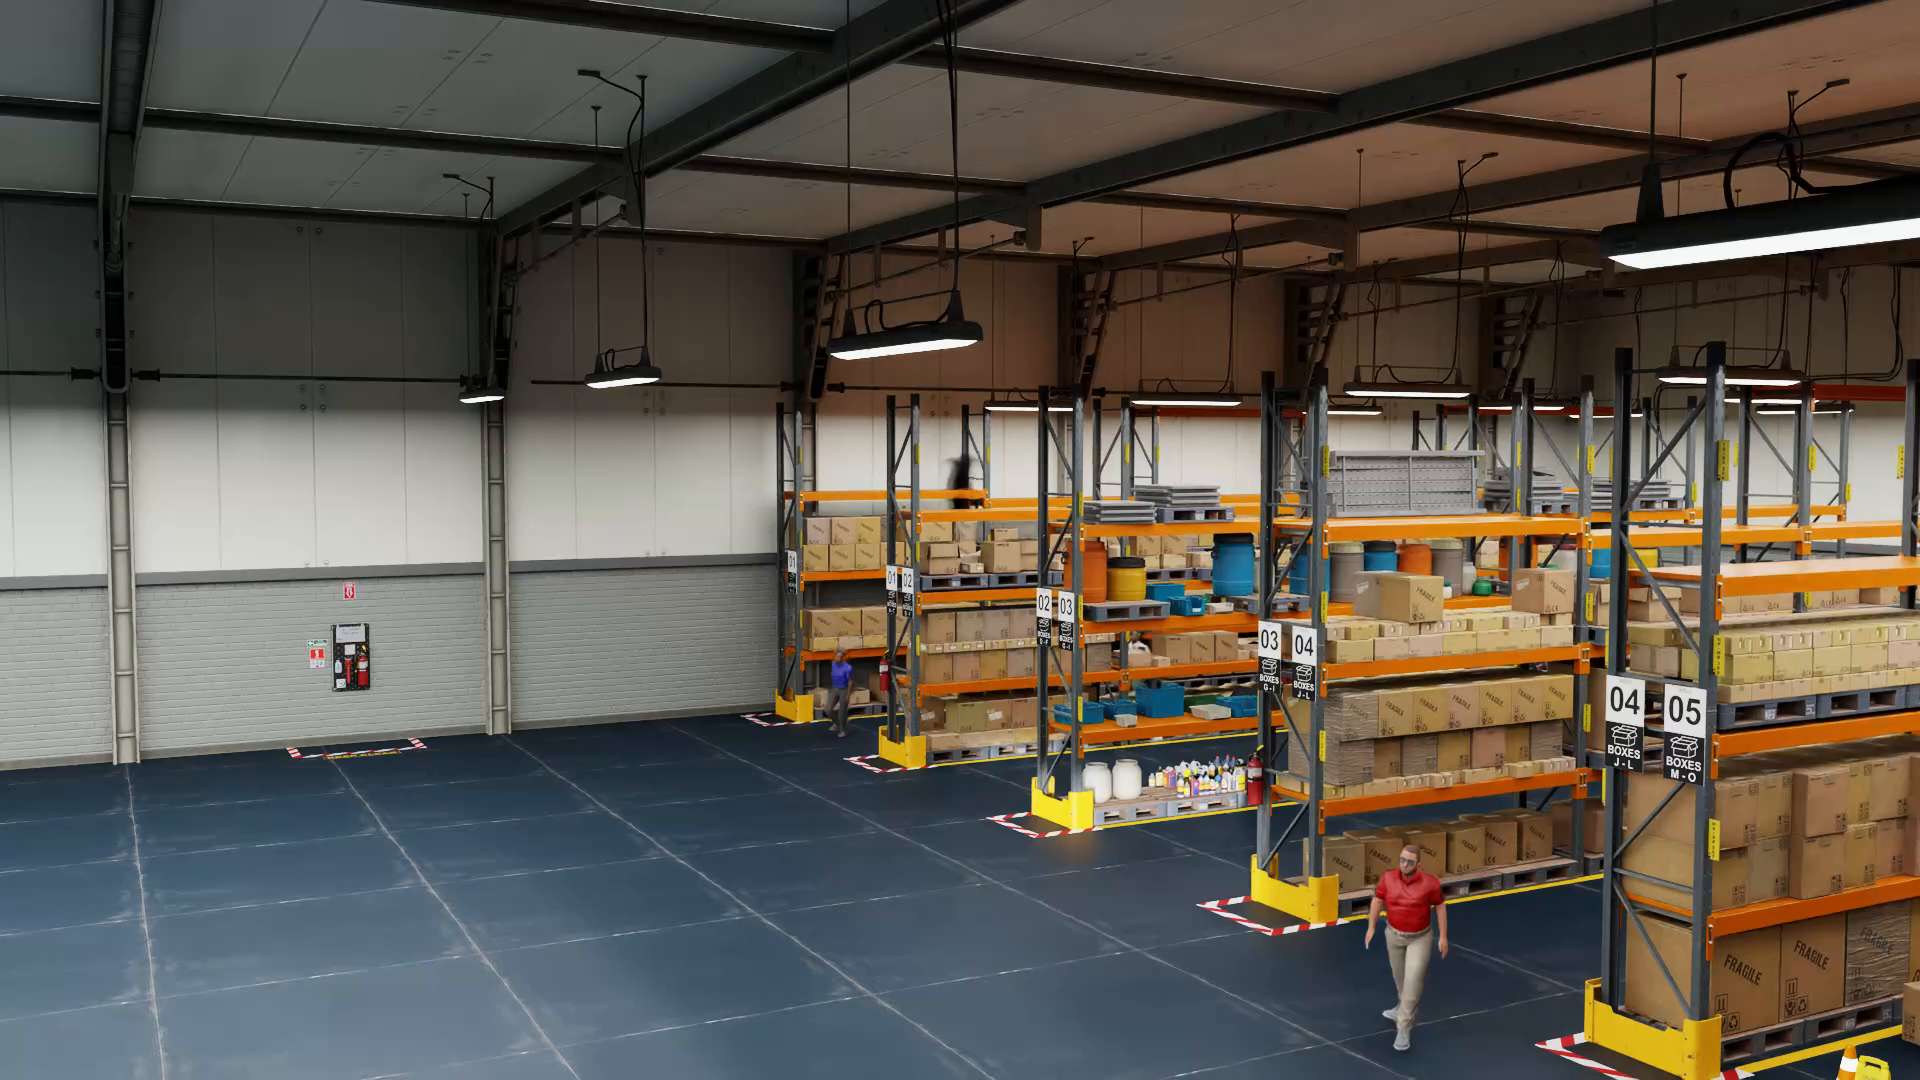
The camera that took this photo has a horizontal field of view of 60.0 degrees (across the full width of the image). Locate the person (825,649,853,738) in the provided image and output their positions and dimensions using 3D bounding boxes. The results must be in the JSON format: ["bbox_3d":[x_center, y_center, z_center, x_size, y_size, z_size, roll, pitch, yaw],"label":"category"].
[{"bbox_3d":[-2.118,2.703,29.436,0.613,1.608,0.553,2,4,26],"label":"person"}]

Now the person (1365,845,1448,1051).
[{"bbox_3d":[3.898,3.463,14.464,0.667,1.689,0.913,2,4,31],"label":"person"}]

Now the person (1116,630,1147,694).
[{"bbox_3d":[3.239,2.512,31.281,0.655,1.754,0.641,-2,4,-32],"label":"person"}]
